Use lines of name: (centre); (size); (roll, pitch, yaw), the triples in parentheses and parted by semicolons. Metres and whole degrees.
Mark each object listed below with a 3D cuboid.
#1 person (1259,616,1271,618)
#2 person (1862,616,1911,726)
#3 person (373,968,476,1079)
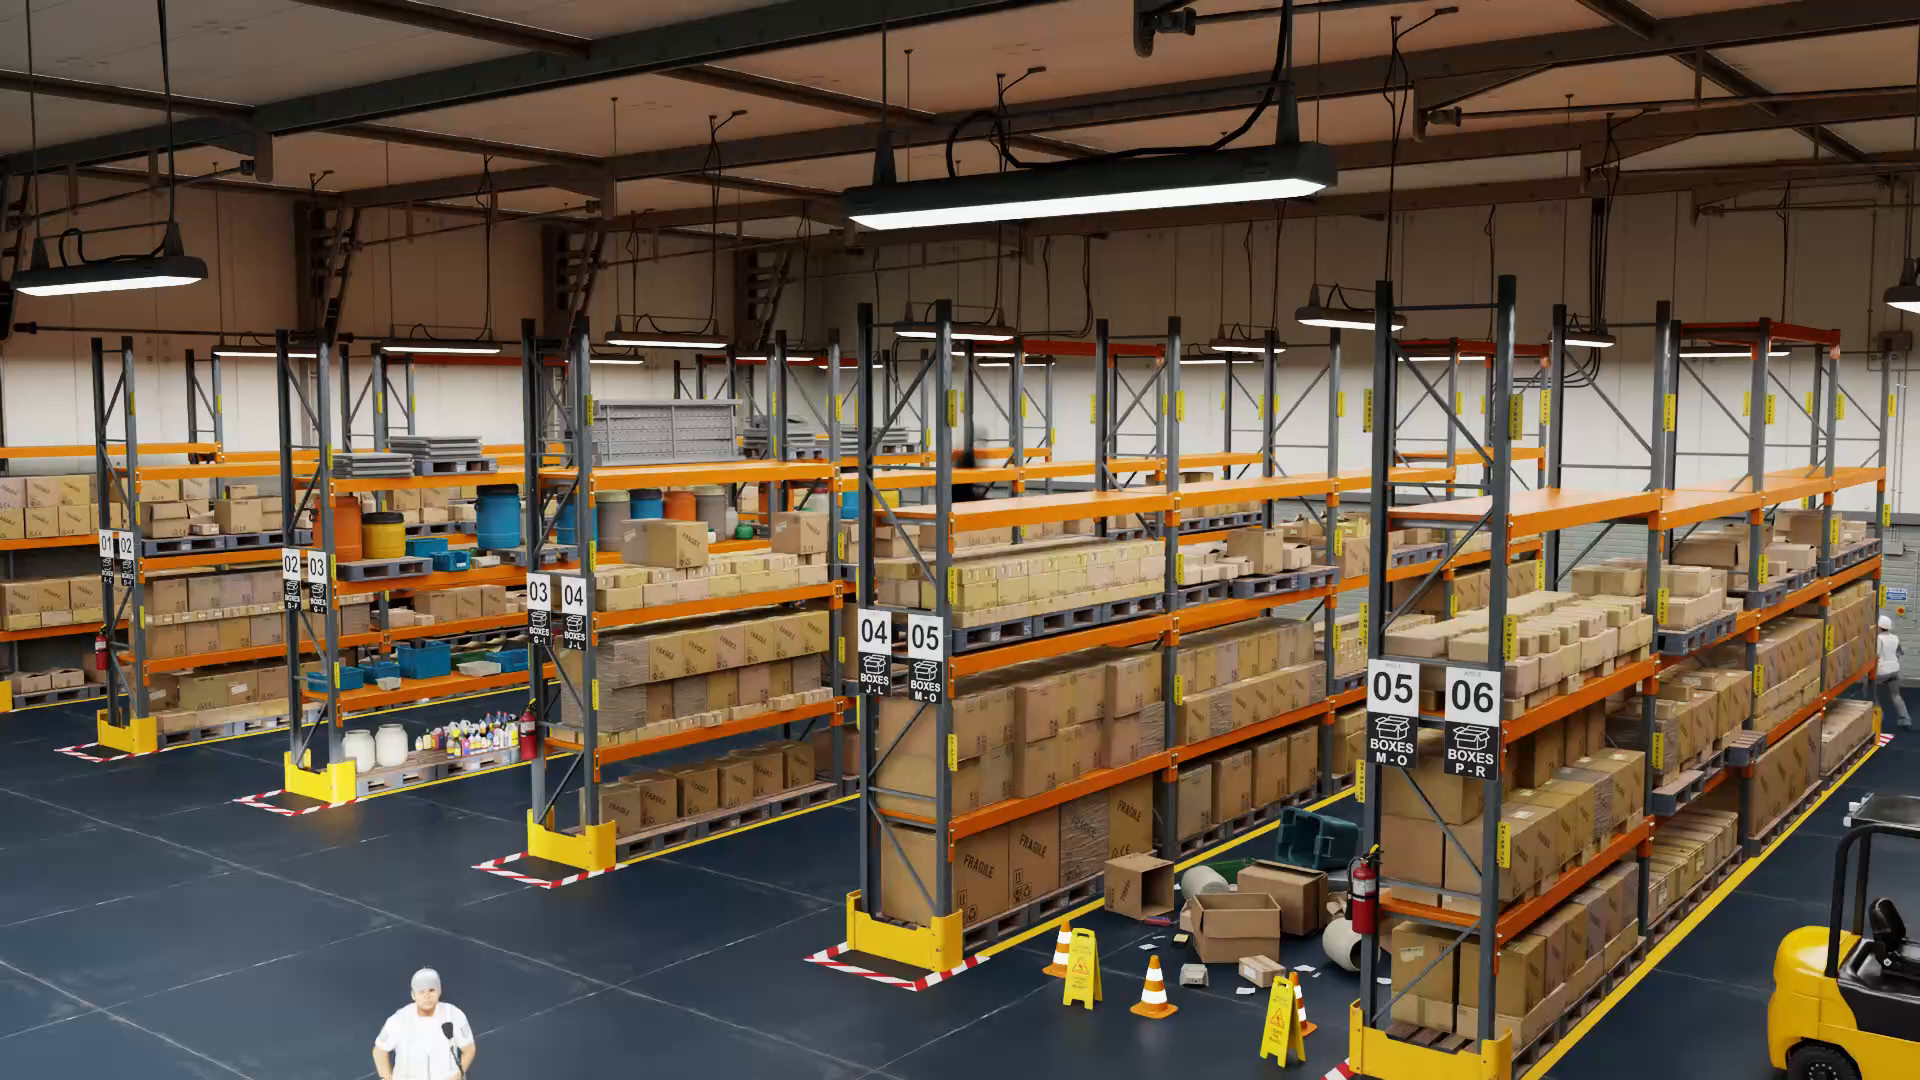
person: (4.488, 1.985, 24.766); (0.685, 1.798, 0.663); (4, 6, 37)
person: (14.328, 2.059, 25.841); (0.722, 1.784, 0.683); (-1, 5, -12)
person: (-3.304, 3.471, 10.329); (0.607, 1.611, 0.547); (-2, 5, -24)
